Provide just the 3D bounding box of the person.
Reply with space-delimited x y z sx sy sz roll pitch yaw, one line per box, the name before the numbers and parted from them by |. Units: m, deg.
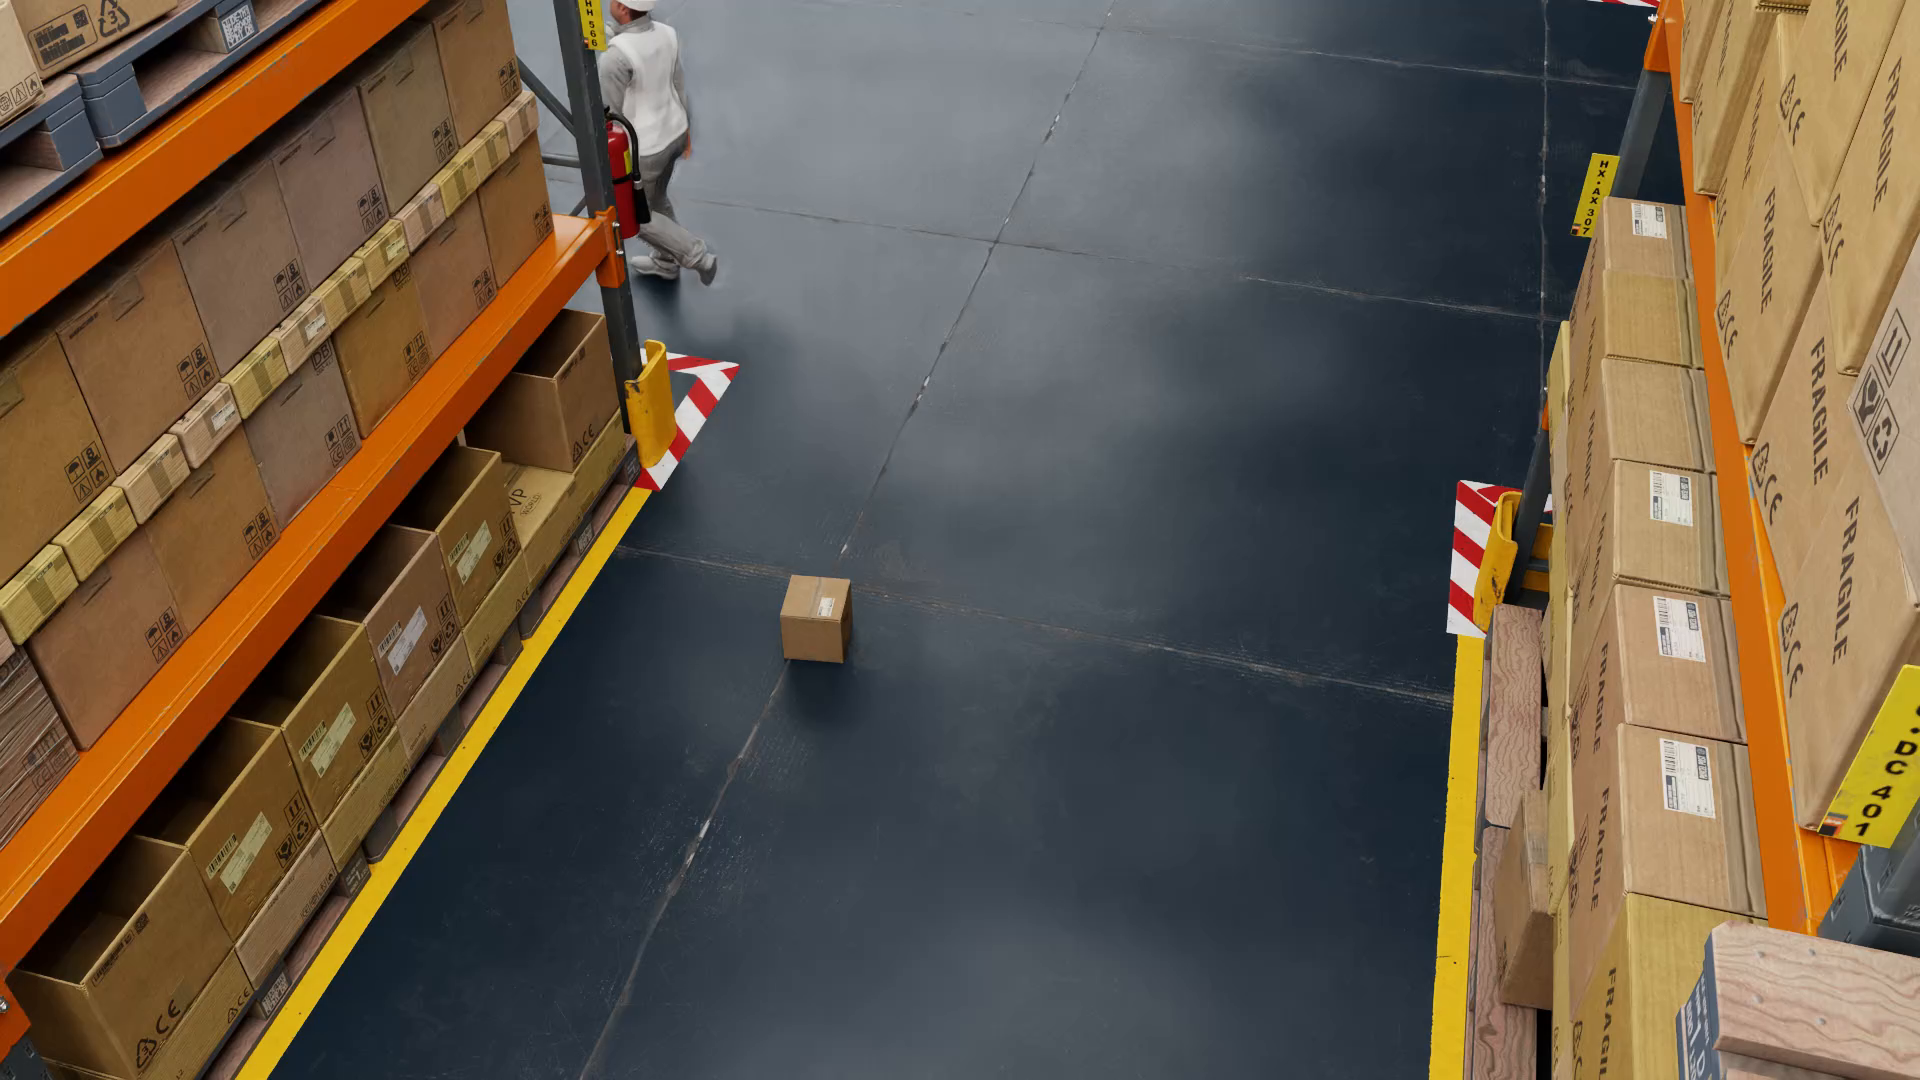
person | -1.550 -2.044 8.495 0.680 1.754 0.543 19 44 21
